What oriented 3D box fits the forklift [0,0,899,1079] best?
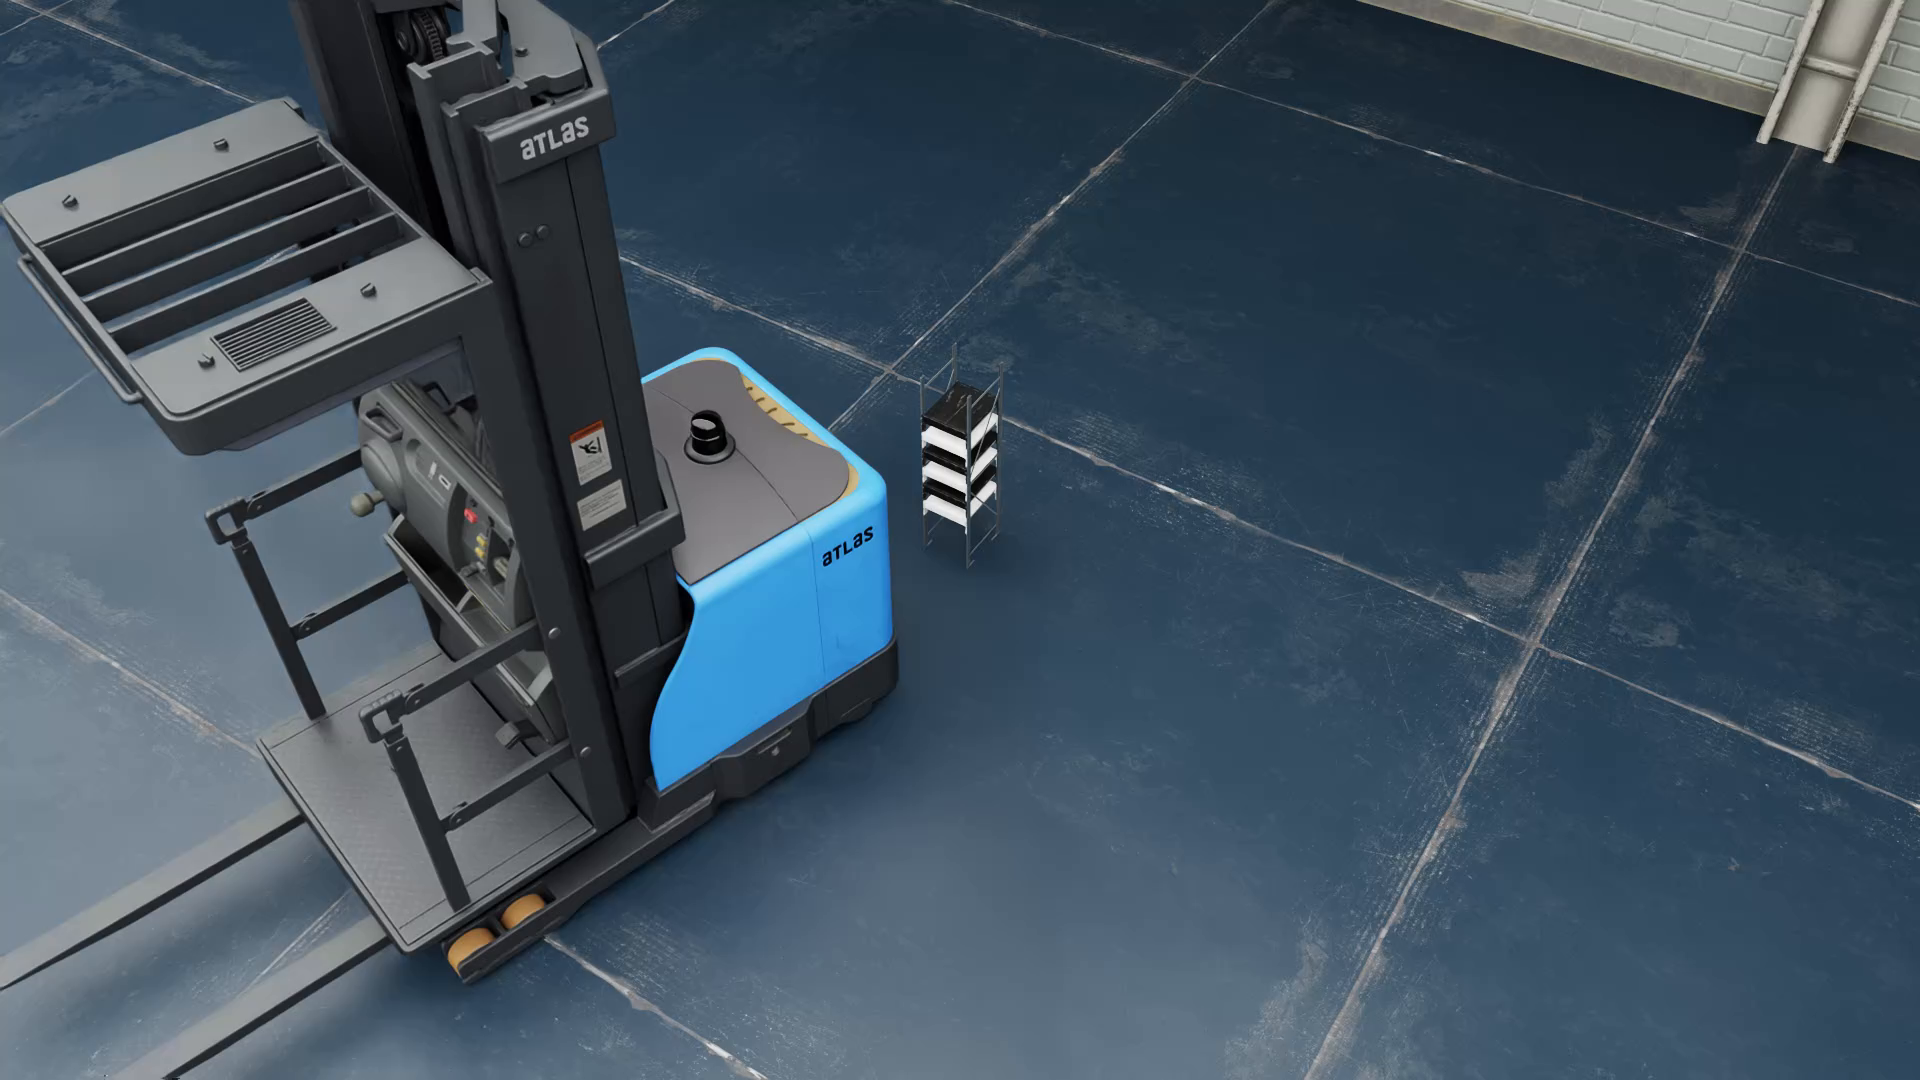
[{"bbox_3d":[-1.671,-0.036,4.741,3.031,2.935,1.130,-32,54,-27],"label":"forklift"}]

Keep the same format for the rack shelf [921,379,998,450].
[{"bbox_3d":[0.007,-0.475,6.254,0.200,0.077,0.258,25,51,22],"label":"rack shelf"}]

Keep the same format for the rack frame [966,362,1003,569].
[{"bbox_3d":[0.092,-0.271,6.386,0.006,0.900,0.240,25,51,22],"label":"rack frame"}]

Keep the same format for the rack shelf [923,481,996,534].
[{"bbox_3d":[0.007,-0.162,6.577,0.200,0.077,0.258,25,51,22],"label":"rack shelf"}]

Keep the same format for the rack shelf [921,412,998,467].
[{"bbox_3d":[0.007,-0.413,6.319,0.200,0.077,0.258,25,51,22],"label":"rack shelf"}]

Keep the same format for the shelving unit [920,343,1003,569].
[{"bbox_3d":[0.007,-0.310,6.424,0.210,0.900,0.258,25,51,22],"label":"shelving unit"}]

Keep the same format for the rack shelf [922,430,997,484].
[{"bbox_3d":[0.007,-0.350,6.384,0.200,0.077,0.258,25,51,22],"label":"rack shelf"}]

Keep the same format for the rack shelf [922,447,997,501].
[{"bbox_3d":[0.007,-0.287,6.448,0.200,0.077,0.258,25,51,22],"label":"rack shelf"}]

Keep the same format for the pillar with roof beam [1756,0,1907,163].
[{"bbox_3d":[2.138,-2.665,3.065,0.400,9.000,9.100,25,51,22],"label":"pillar with roof beam"}]

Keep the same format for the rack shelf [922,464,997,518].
[{"bbox_3d":[0.007,-0.225,6.513,0.200,0.077,0.258,25,51,22],"label":"rack shelf"}]

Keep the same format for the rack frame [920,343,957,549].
[{"bbox_3d":[-0.079,-0.350,6.462,0.006,0.900,0.240,25,51,22],"label":"rack frame"}]
